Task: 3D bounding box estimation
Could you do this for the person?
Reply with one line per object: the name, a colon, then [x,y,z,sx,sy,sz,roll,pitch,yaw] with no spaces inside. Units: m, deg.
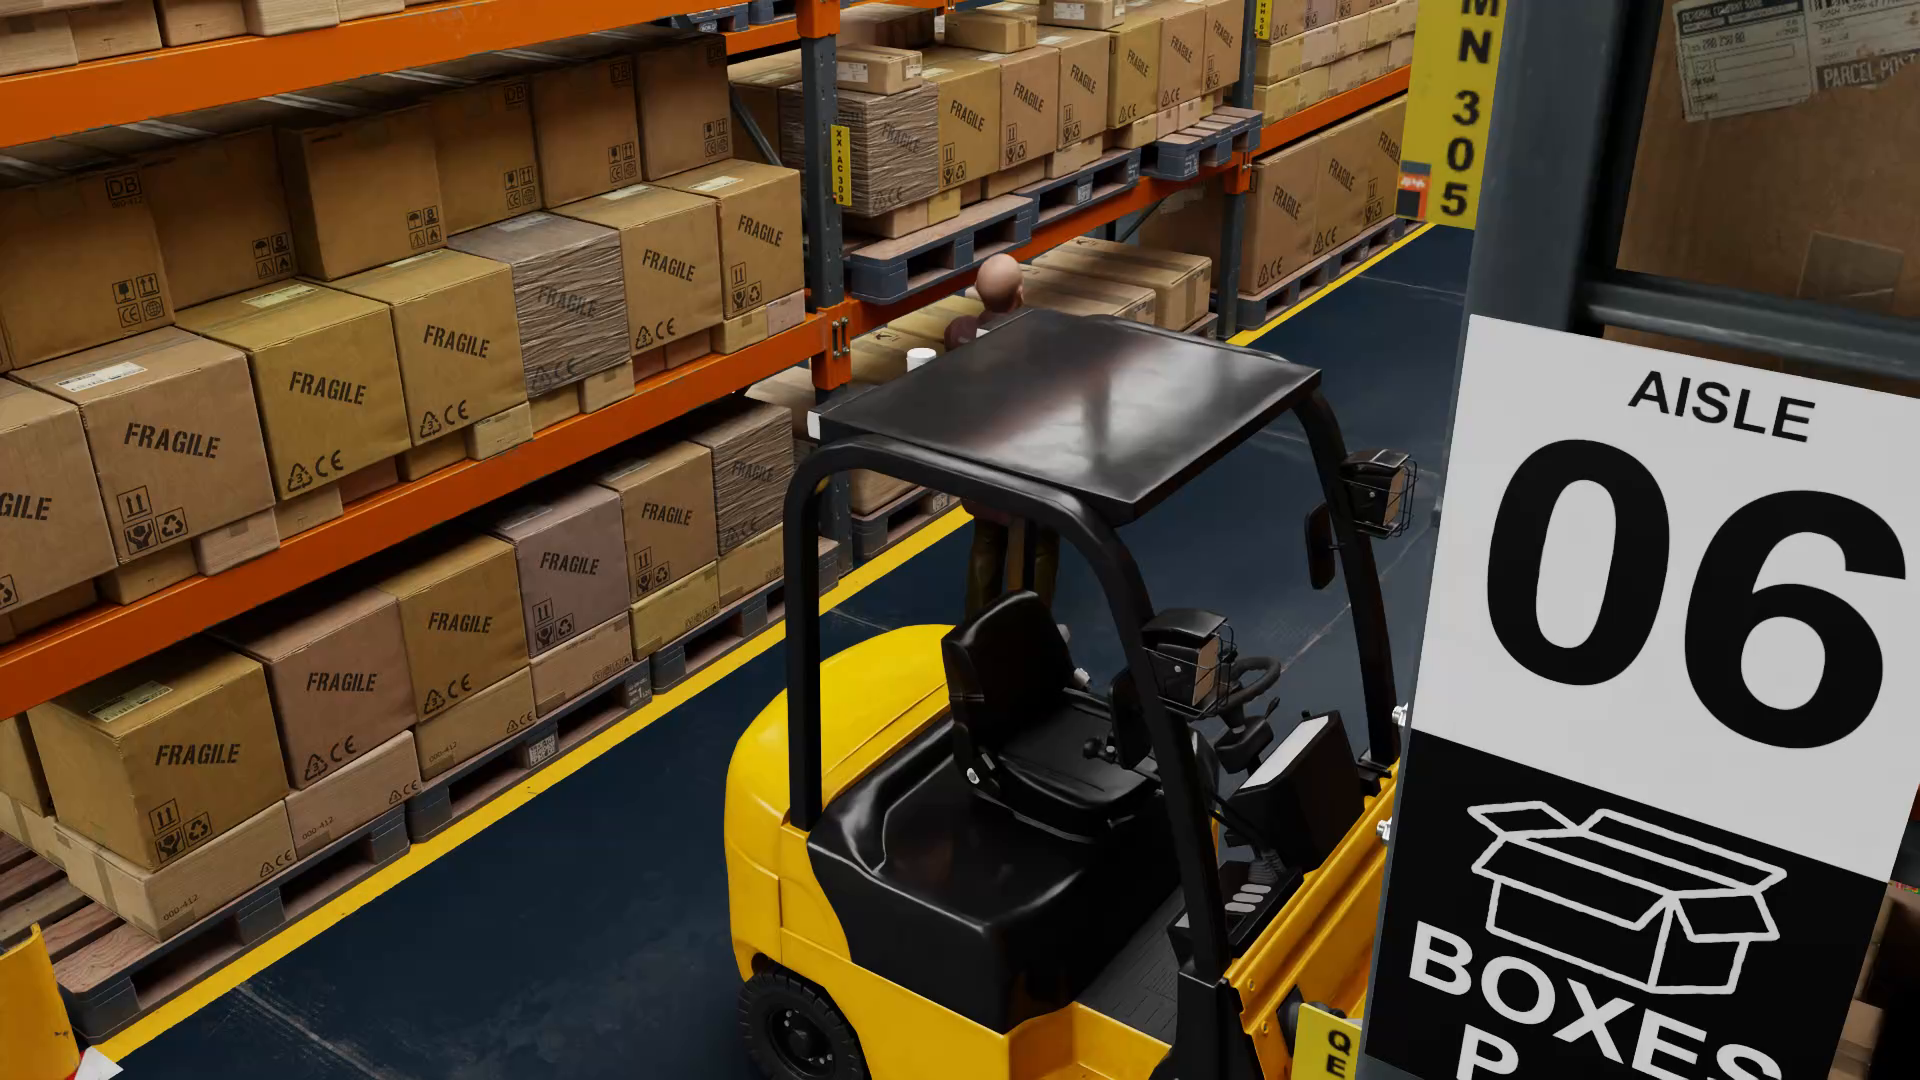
person: [0.260,-0.356,6.850,0.530,1.769,0.563,15,30,28]
